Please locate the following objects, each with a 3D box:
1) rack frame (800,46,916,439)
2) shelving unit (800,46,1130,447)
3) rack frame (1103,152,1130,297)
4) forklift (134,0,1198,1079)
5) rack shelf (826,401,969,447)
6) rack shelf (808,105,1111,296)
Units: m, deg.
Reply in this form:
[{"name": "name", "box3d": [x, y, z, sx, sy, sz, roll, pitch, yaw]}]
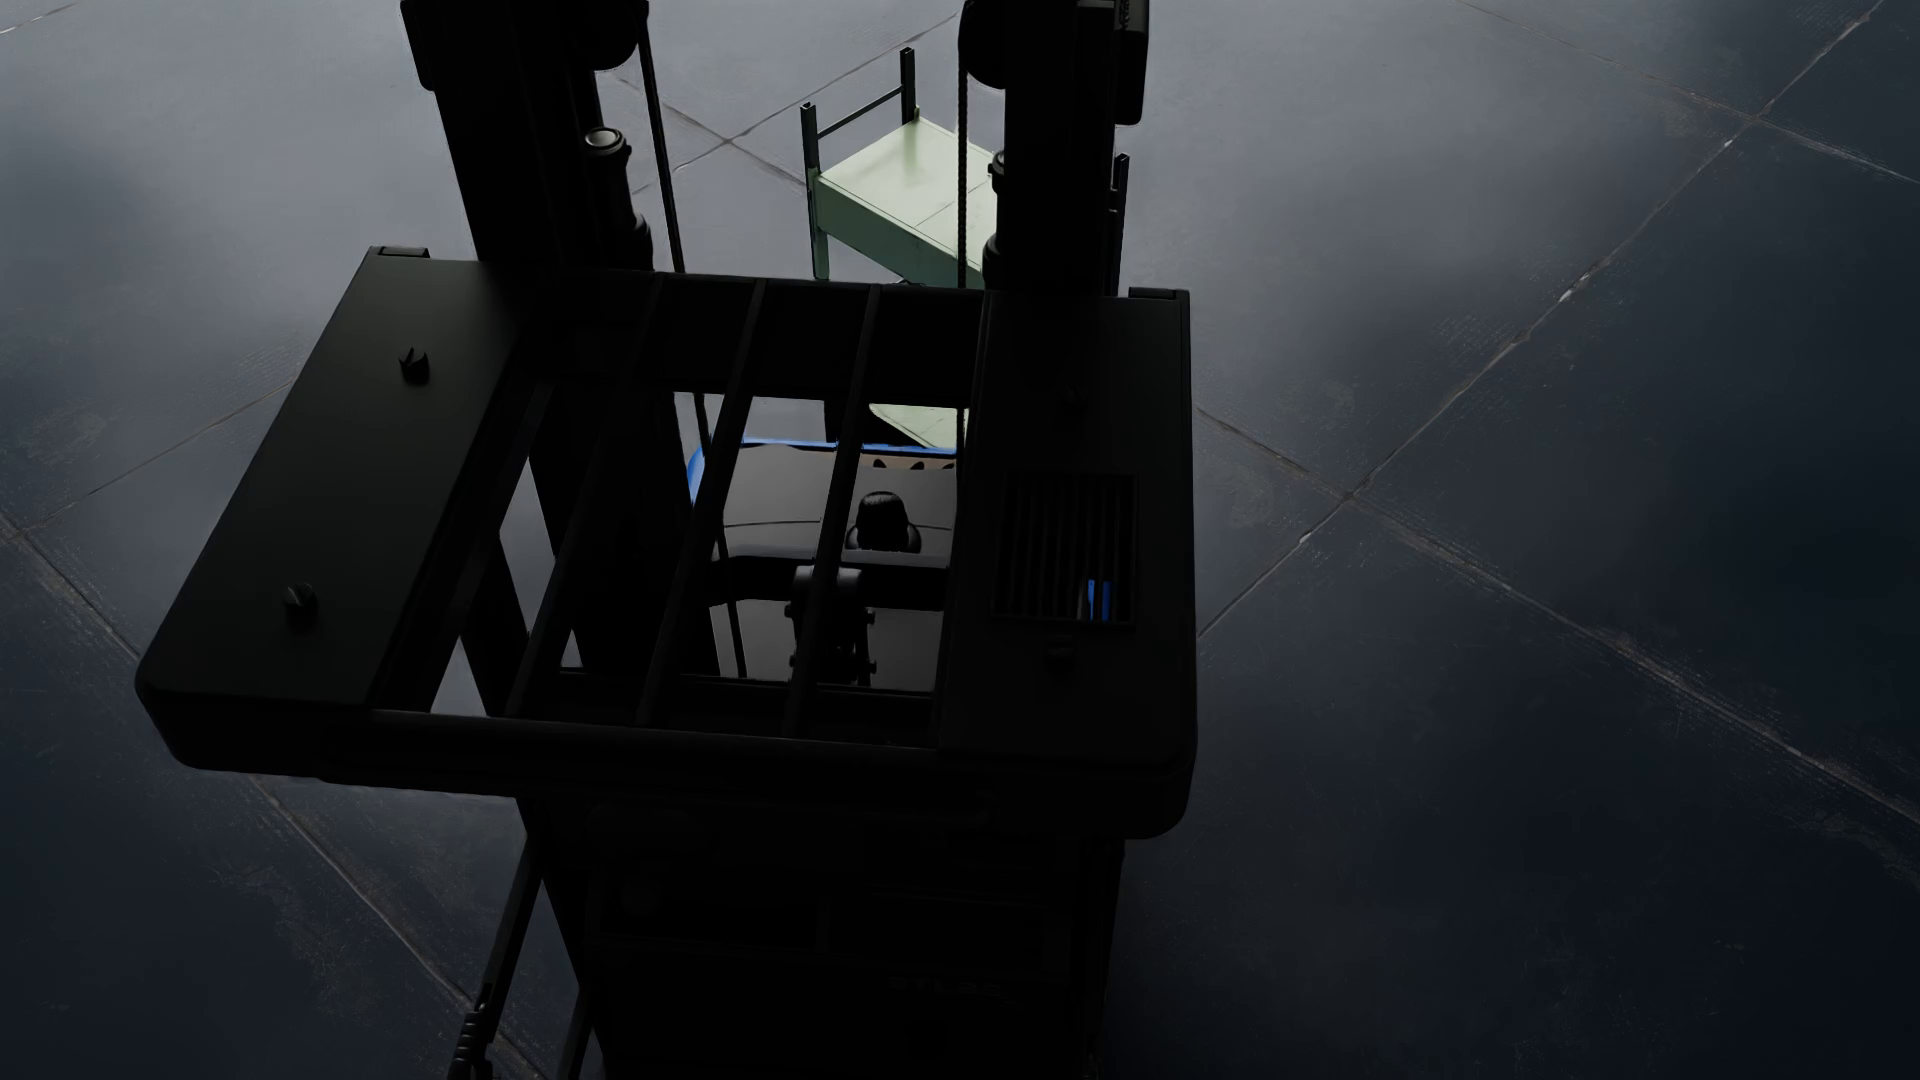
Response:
[{"name": "rack frame", "box3d": [-0.264, -0.691, 4.870, 0.023, 1.500, 0.400, 34, 55, 28]}, {"name": "shelving unit", "box3d": [0.005, -0.510, 4.700, 0.755, 1.500, 0.431, 34, 55, 28]}, {"name": "rack frame", "box3d": [0.274, -0.329, 4.530, 0.023, 1.500, 0.400, 34, 55, 28]}, {"name": "forklift", "box3d": [-0.270, 0.568, 2.706, 1.130, 2.935, 3.031, 4, 47, 3]}, {"name": "rack shelf", "box3d": [0.005, -0.287, 4.938, 0.720, 0.370, 0.431, 34, 55, 28]}, {"name": "rack shelf", "box3d": [0.005, -0.777, 4.416, 0.720, 0.370, 0.431, 34, 55, 28]}]
